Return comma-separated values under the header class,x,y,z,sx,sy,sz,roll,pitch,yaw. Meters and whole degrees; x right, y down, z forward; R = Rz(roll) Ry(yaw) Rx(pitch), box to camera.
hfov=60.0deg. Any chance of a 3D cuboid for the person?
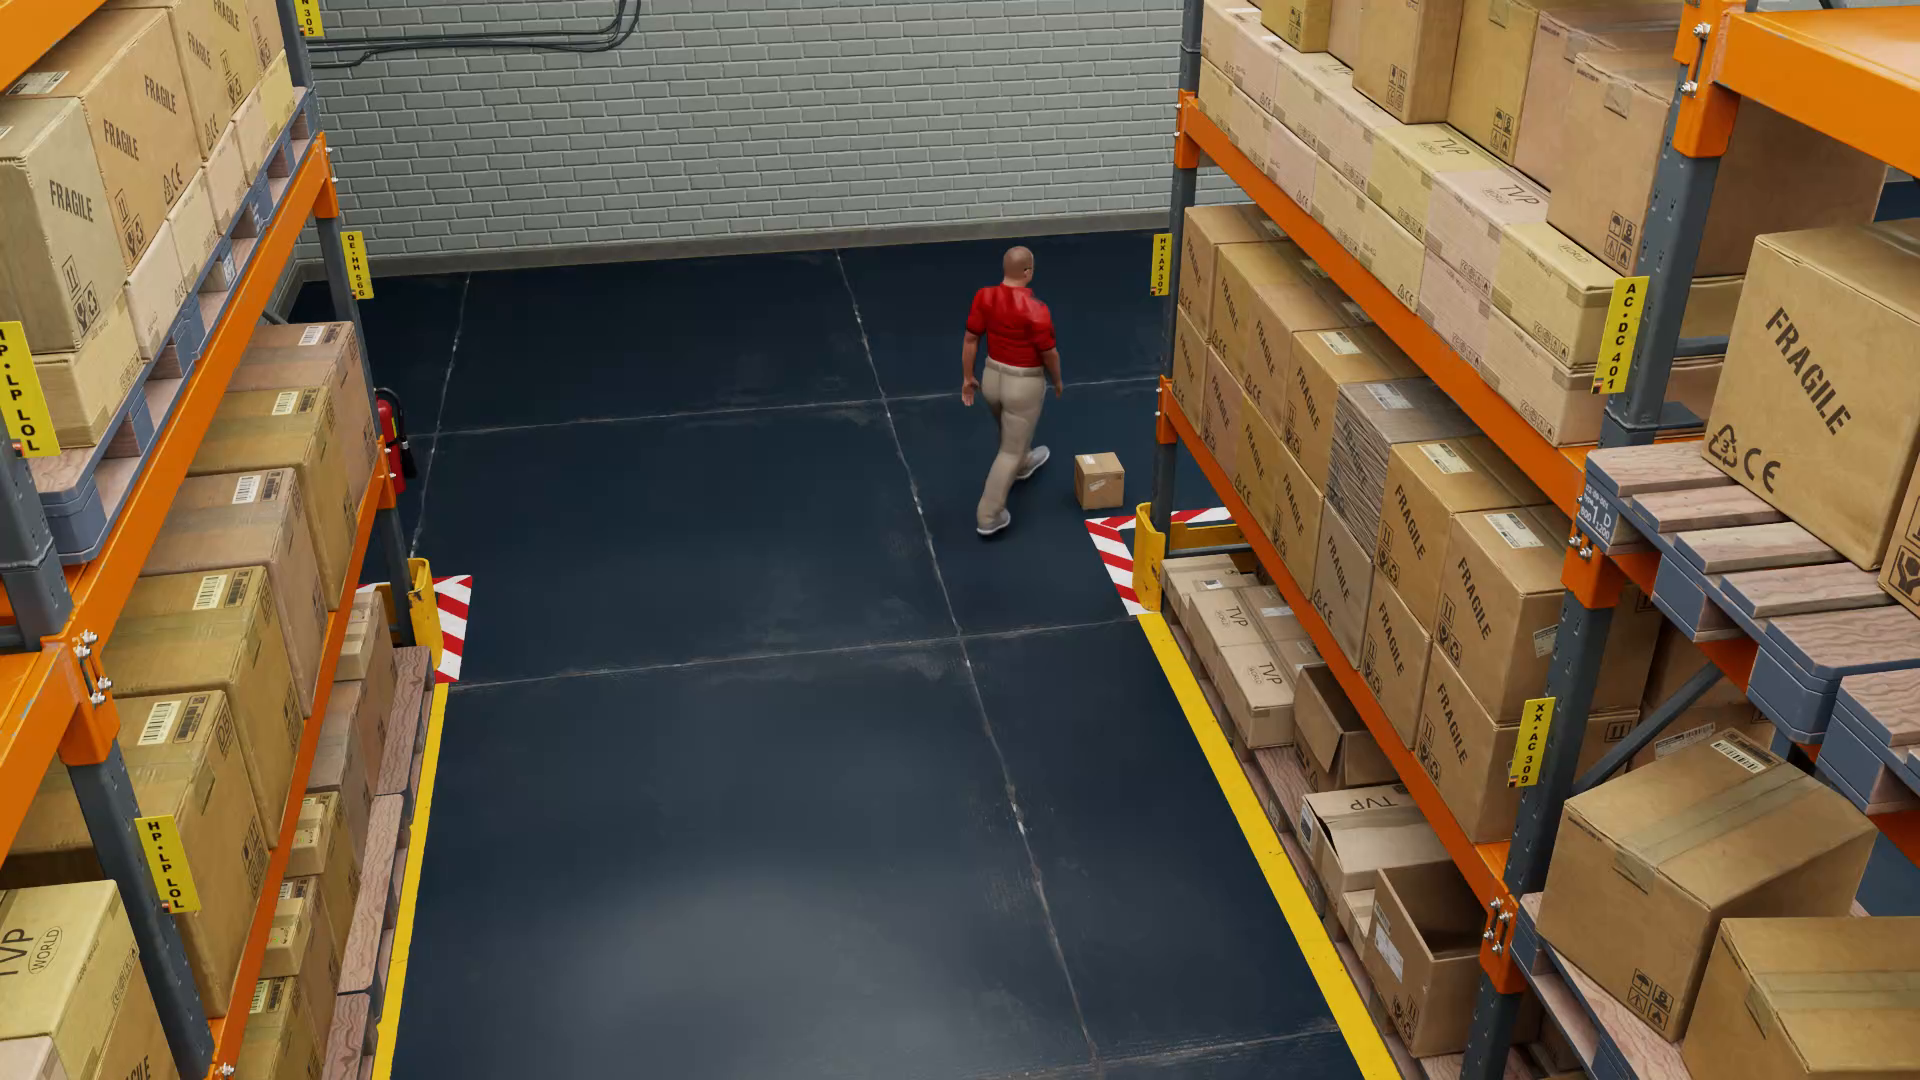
class,x,y,z,sx,sy,sz,roll,pitch,yaw
person,0.372,-0.954,9.783,0.579,1.674,1.007,26,39,37
